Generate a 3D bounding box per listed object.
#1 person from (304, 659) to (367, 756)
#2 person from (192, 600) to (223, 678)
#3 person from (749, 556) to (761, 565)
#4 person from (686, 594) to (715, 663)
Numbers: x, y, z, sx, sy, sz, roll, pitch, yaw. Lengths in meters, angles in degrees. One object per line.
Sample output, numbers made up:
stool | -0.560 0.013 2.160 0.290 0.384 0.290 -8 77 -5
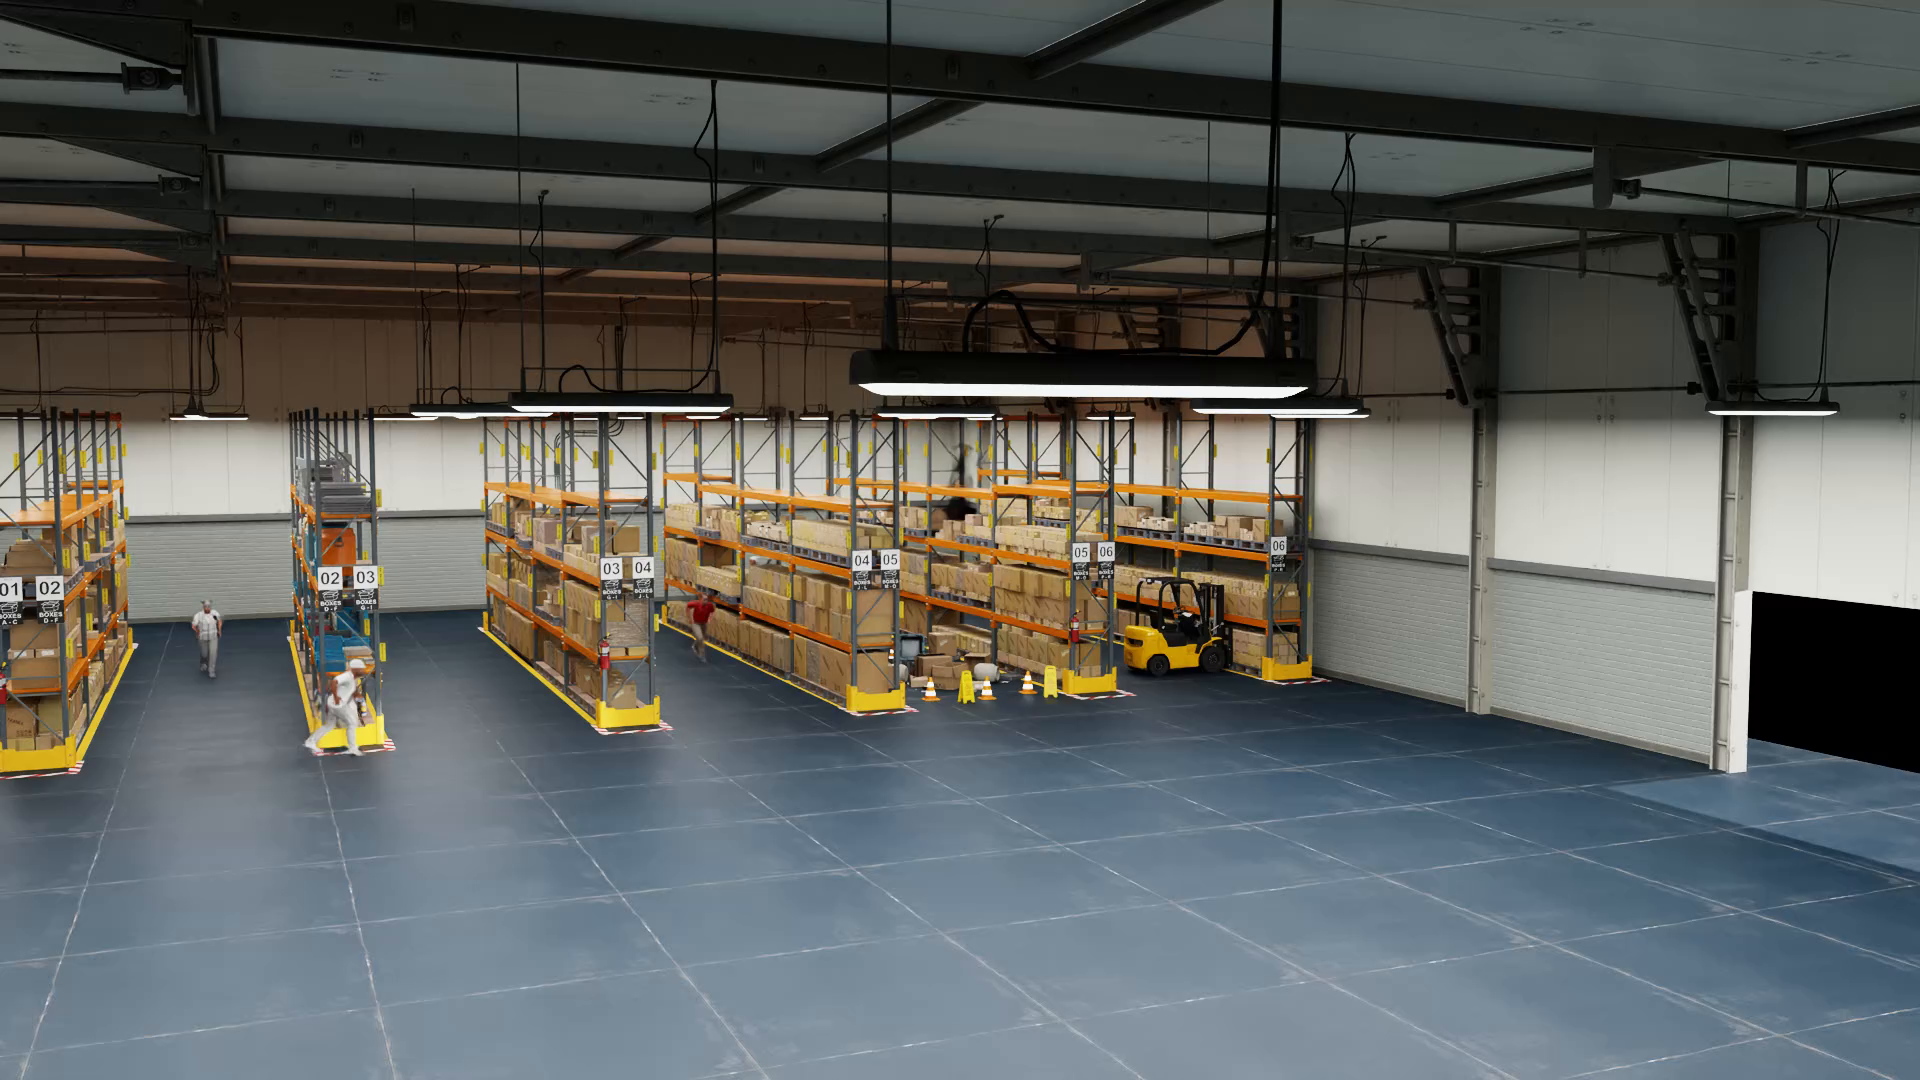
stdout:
person | -10.723 2.909 28.558 1.056 1.713 0.747 -1 4 -13
person | -17.073 2.208 37.738 0.653 1.761 0.897 -2 5 -29
person | -6.021 1.348 50.001 0.940 1.758 0.667 -1 4 -20
person | -6.313 2.114 40.231 0.705 1.696 1.007 -2 4 -26
